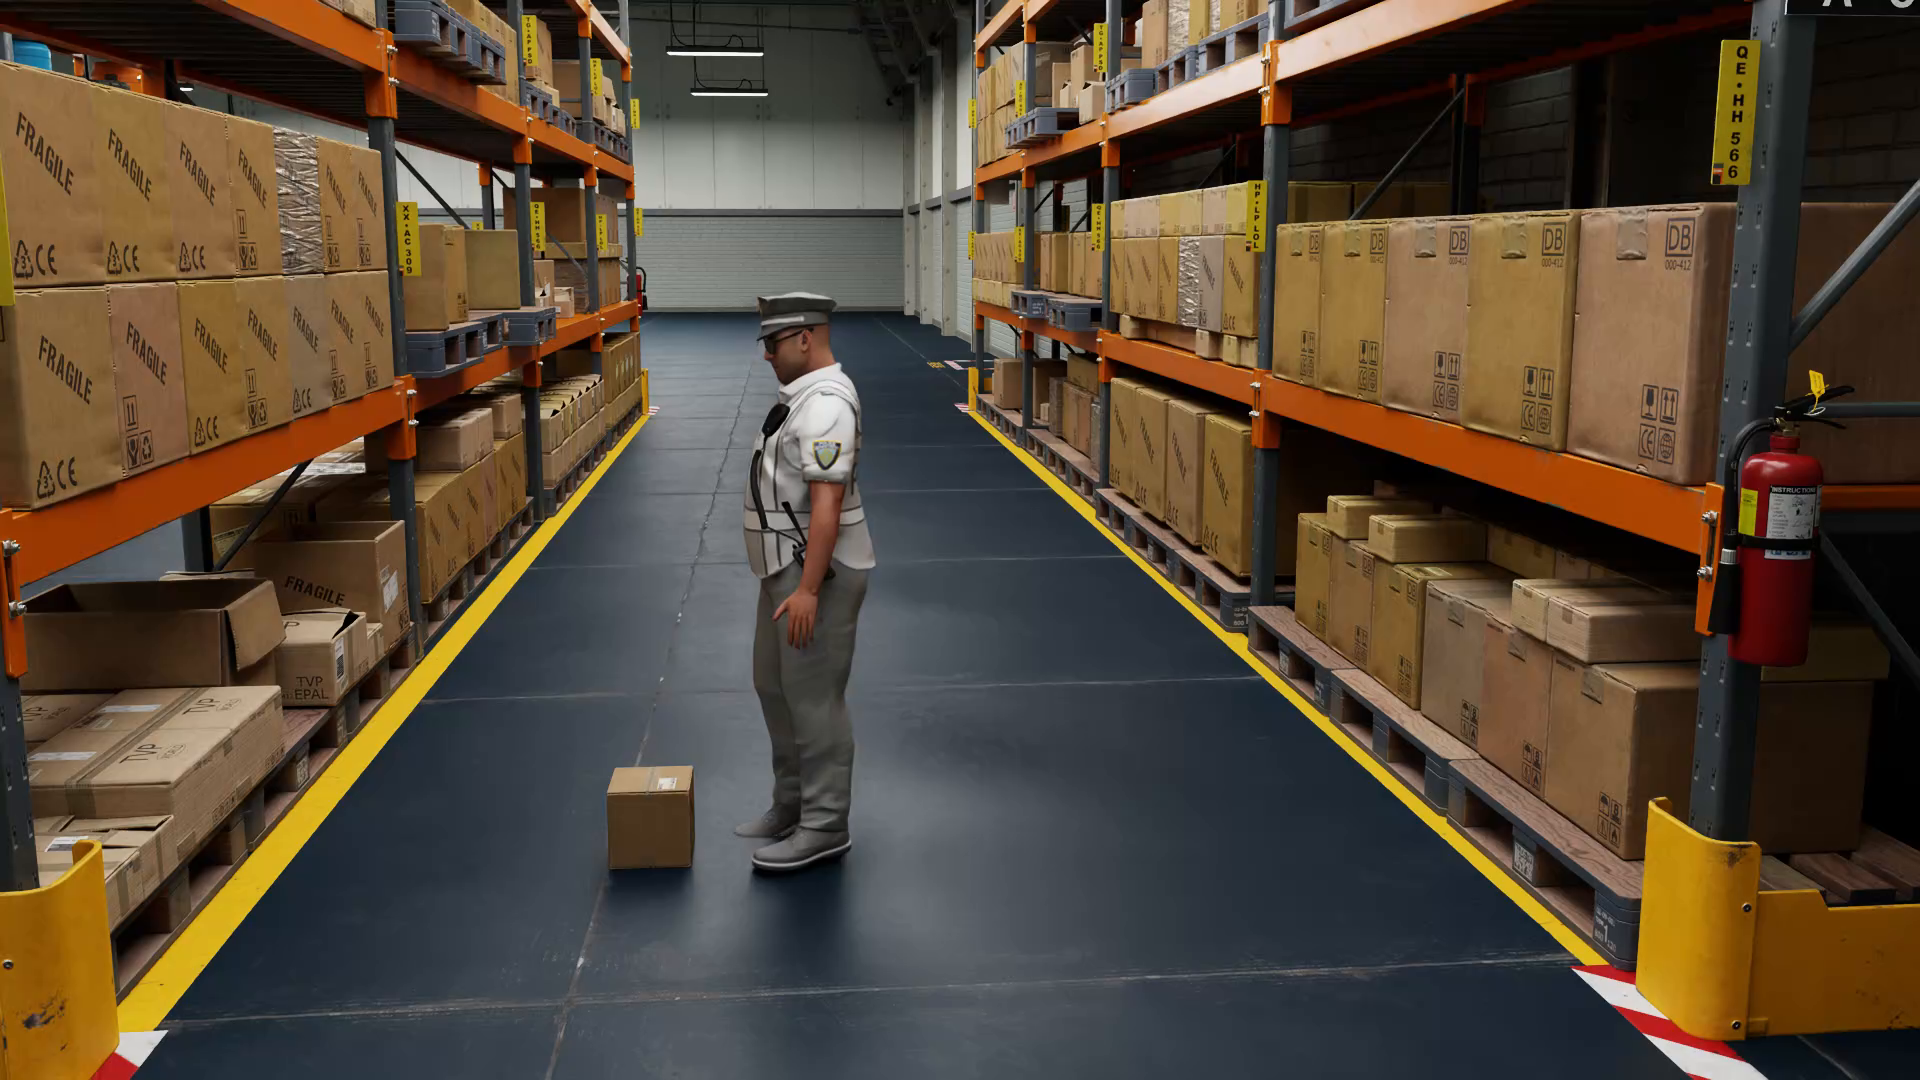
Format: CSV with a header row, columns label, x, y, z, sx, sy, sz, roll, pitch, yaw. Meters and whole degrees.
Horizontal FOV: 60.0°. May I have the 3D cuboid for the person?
label,x,y,z,sx,sy,sz,roll,pitch,yaw
person,-0.483,0.141,5.139,0.435,1.795,0.615,-2,10,-13
